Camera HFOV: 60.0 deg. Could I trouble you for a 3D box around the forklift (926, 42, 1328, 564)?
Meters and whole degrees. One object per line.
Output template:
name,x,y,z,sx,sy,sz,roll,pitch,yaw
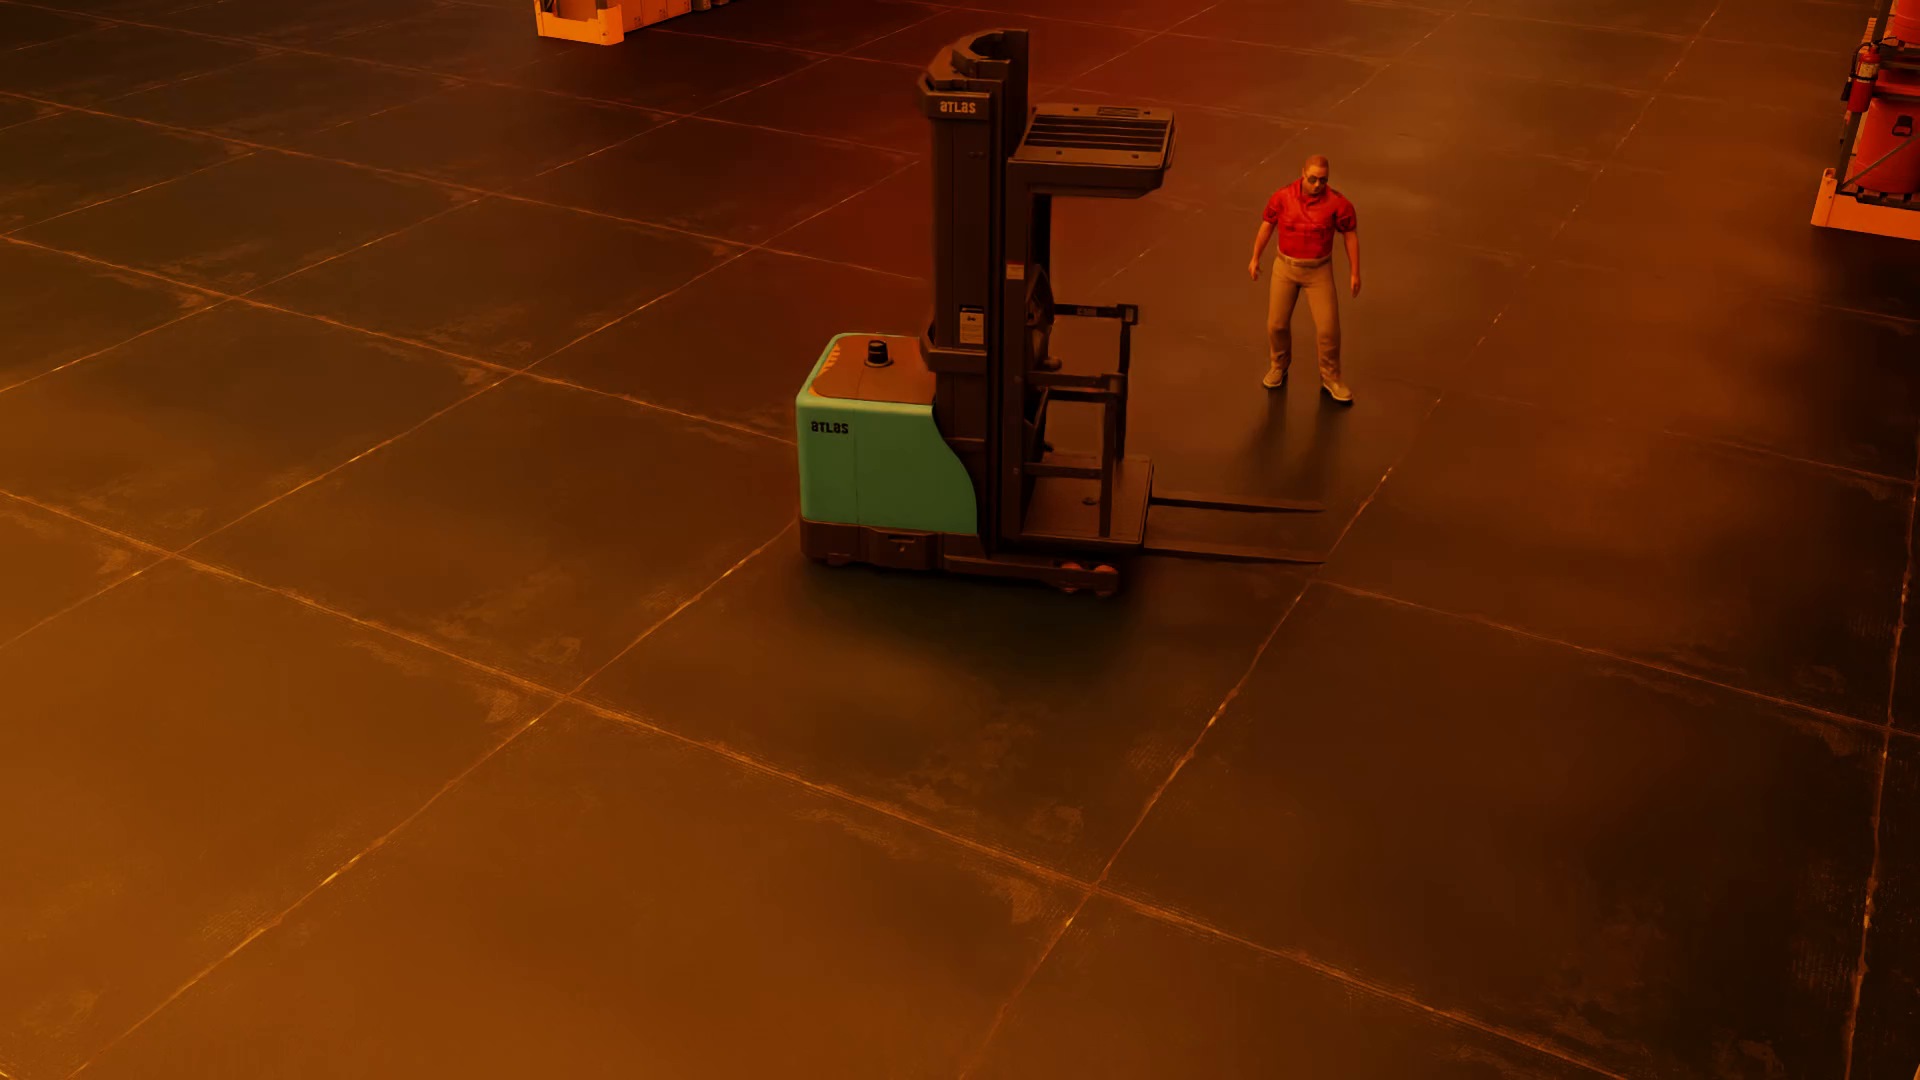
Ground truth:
forklift,0.701,-1.212,9.235,2.884,2.867,1.101,5,30,8
